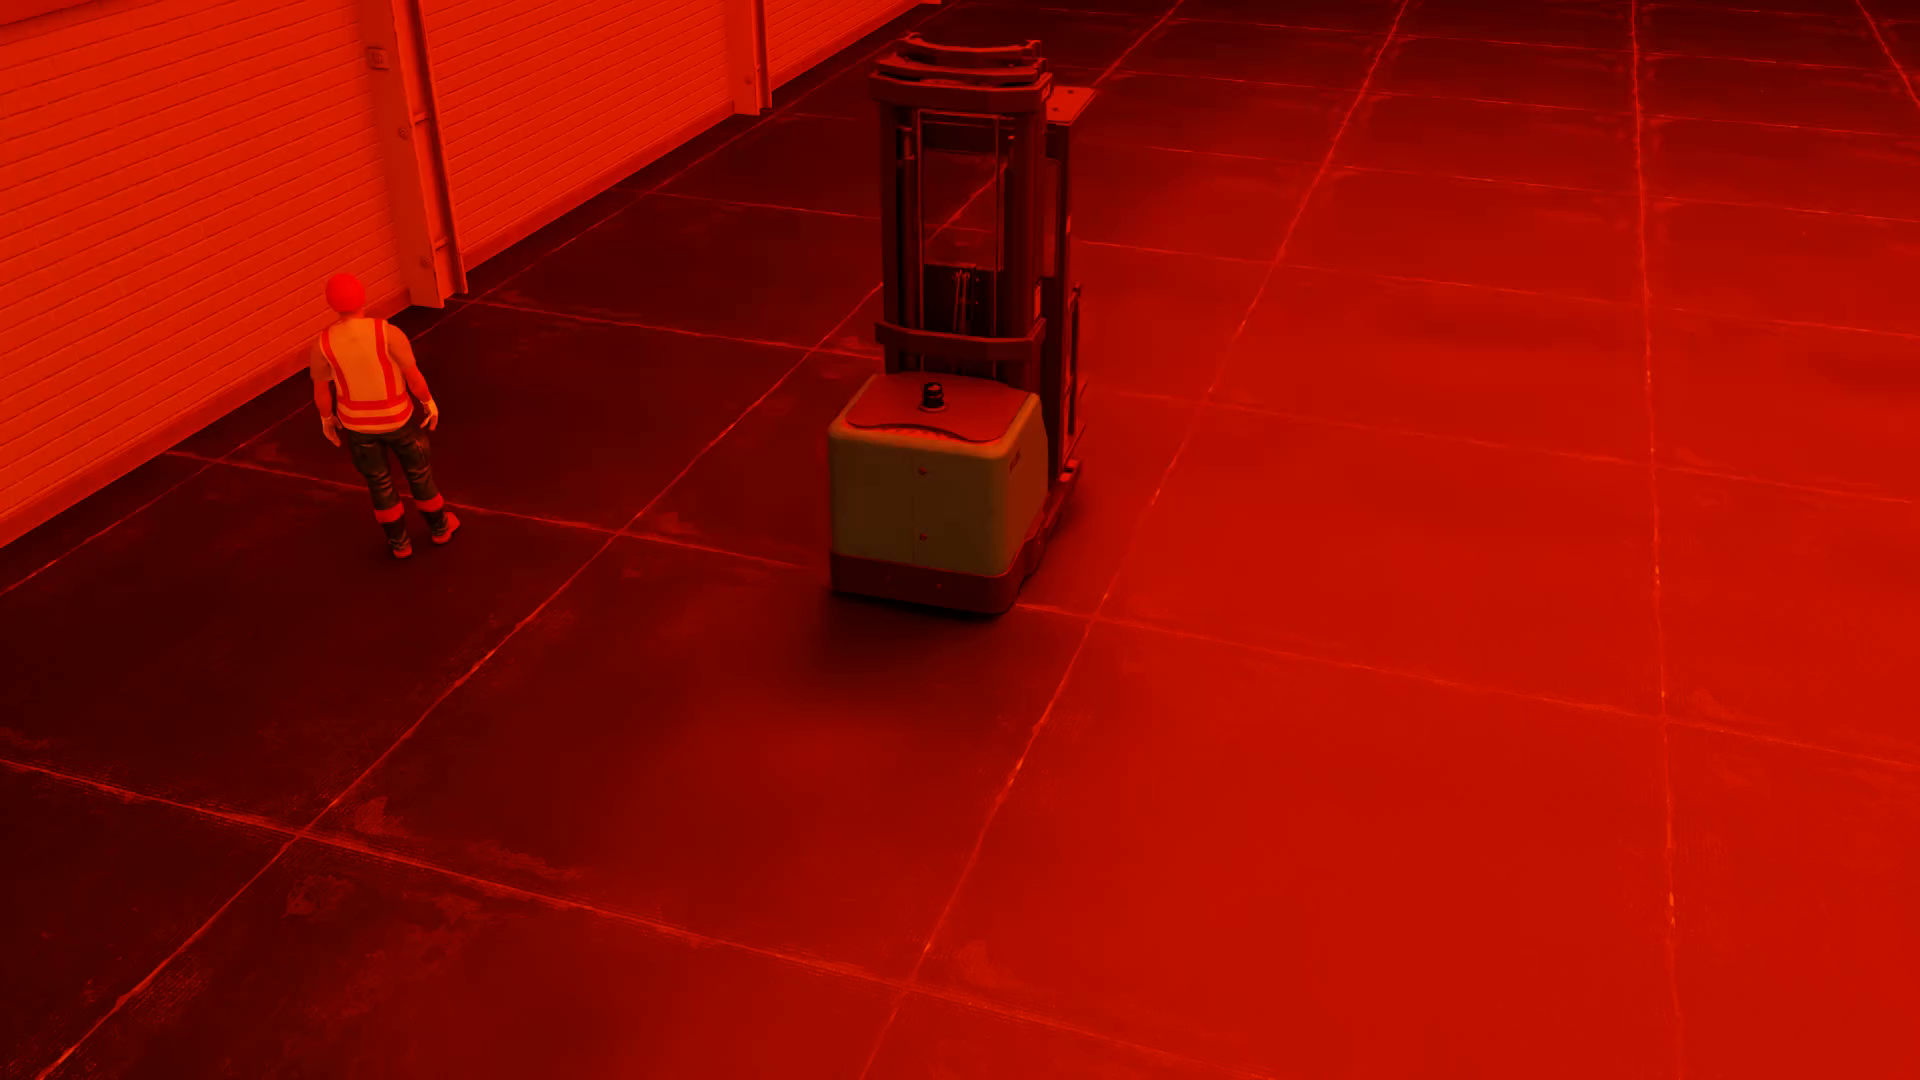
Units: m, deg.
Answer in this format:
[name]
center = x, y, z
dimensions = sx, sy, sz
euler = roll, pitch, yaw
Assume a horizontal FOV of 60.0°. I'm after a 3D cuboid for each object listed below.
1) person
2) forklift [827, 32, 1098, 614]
[person]
center = -3.334, -0.735, 9.565
dimensions = 0.639, 1.787, 0.565
euler = -6, 30, -11
[forklift]
center = 0.160, -1.580, 9.908
dimensions = 1.130, 2.935, 3.031
euler = 8, 31, 14
